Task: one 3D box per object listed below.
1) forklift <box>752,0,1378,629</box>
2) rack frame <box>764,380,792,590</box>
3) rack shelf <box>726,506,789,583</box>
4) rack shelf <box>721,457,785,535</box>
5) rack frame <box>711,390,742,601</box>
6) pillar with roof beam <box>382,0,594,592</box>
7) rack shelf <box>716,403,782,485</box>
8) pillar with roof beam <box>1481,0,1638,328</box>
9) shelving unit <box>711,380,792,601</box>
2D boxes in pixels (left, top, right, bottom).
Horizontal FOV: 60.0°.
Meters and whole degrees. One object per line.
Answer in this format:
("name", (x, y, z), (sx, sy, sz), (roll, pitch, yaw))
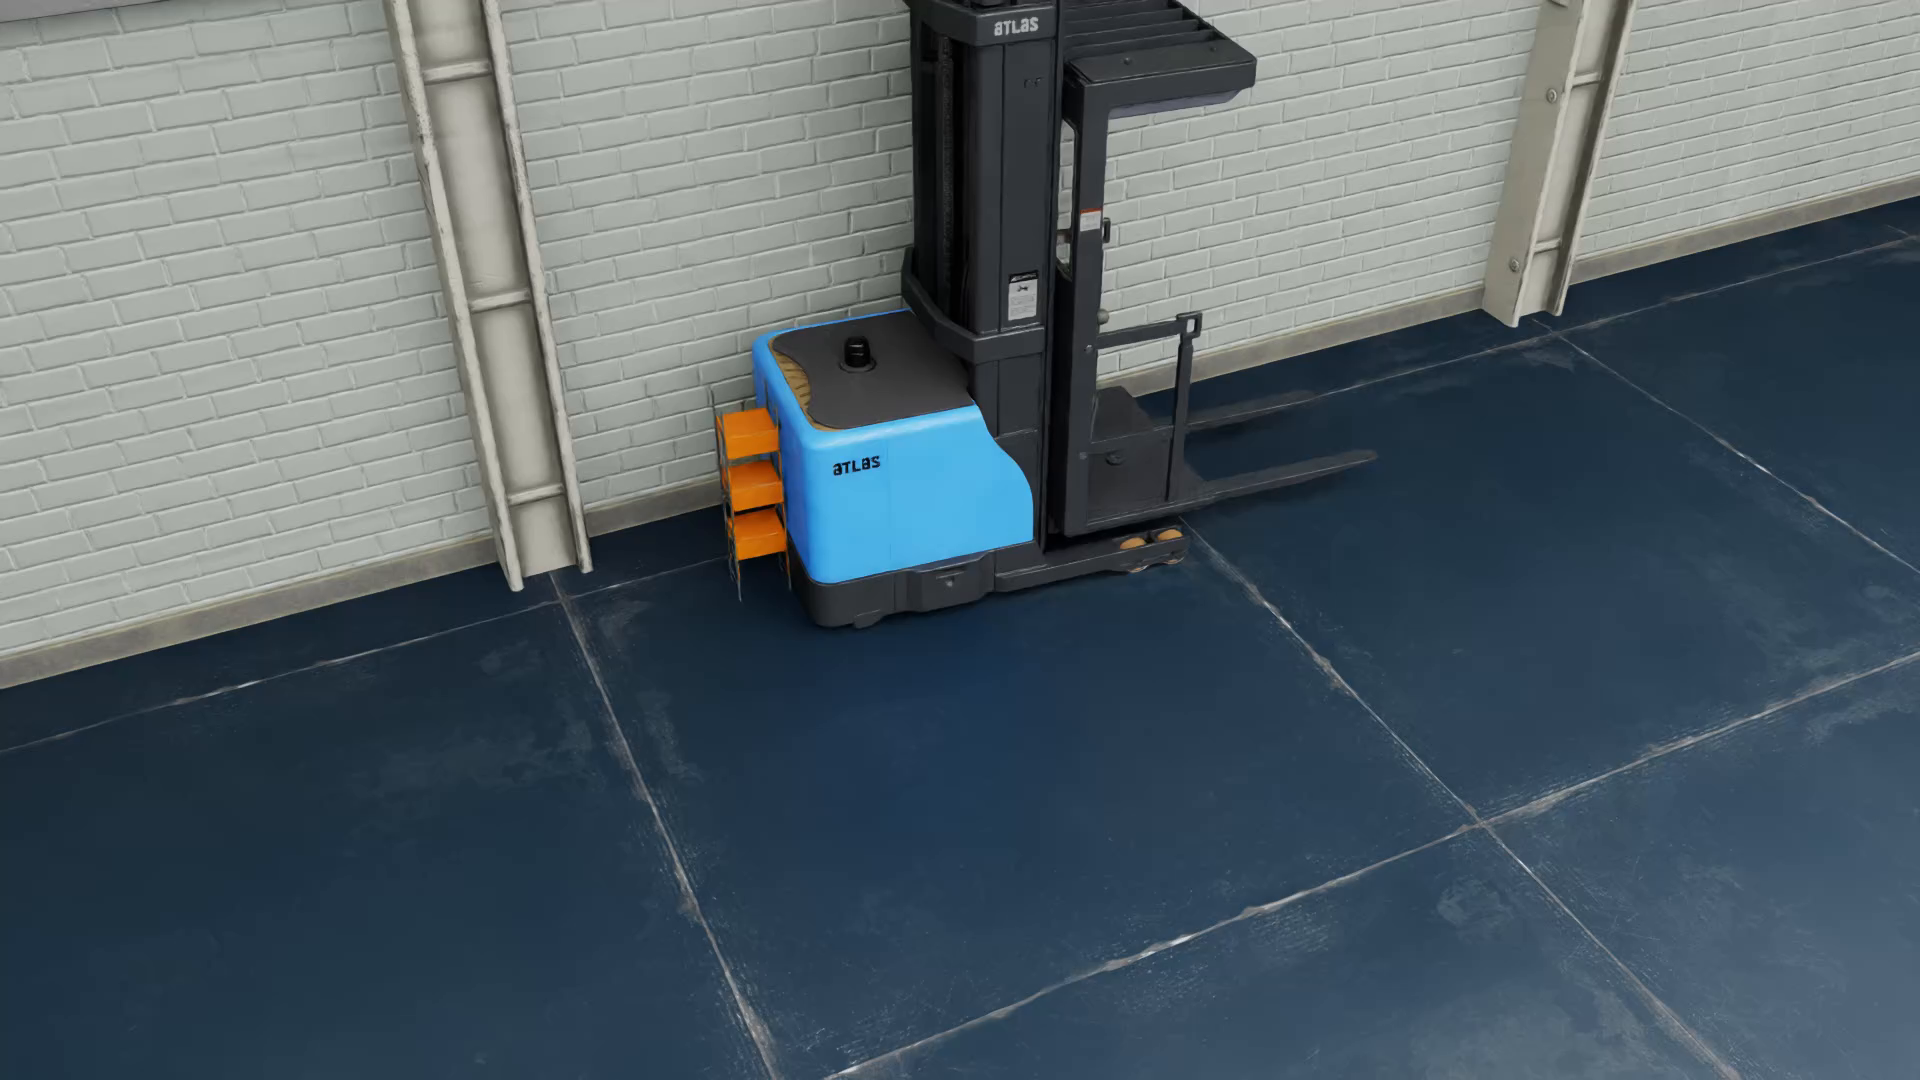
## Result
("forklift", (0.591, -1.304, 7.548), (3.031, 2.935, 1.130), (-12, 38, -16))
("rack frame", (-0.840, -0.239, 7.692), (0.008, 1.050, 0.200), (-12, 38, -16))
("rack shelf", (-0.955, 0.017, 7.830), (0.240, 0.259, 0.215), (-12, 38, -16))
("rack shelf", (-0.955, -0.206, 7.665), (0.240, 0.259, 0.215), (-12, 38, -16))
("rack frame", (-1.070, -0.190, 7.625), (0.008, 1.050, 0.200), (-12, 38, -16))
("pillar with roof beam", (-0.189, -1.177, 2.283), (0.400, 9.000, 9.100), (-16, 39, -20))
("rack shelf", (-0.955, -0.434, 7.496), (0.240, 0.259, 0.215), (-12, 38, -16))
("pillar with roof beam", (5.242, -2.696, 4.331), (0.400, 9.000, 9.100), (-16, 39, -20))
("shelving unit", (-0.955, -0.215, 7.658), (0.252, 1.050, 0.215), (-12, 38, -16))
